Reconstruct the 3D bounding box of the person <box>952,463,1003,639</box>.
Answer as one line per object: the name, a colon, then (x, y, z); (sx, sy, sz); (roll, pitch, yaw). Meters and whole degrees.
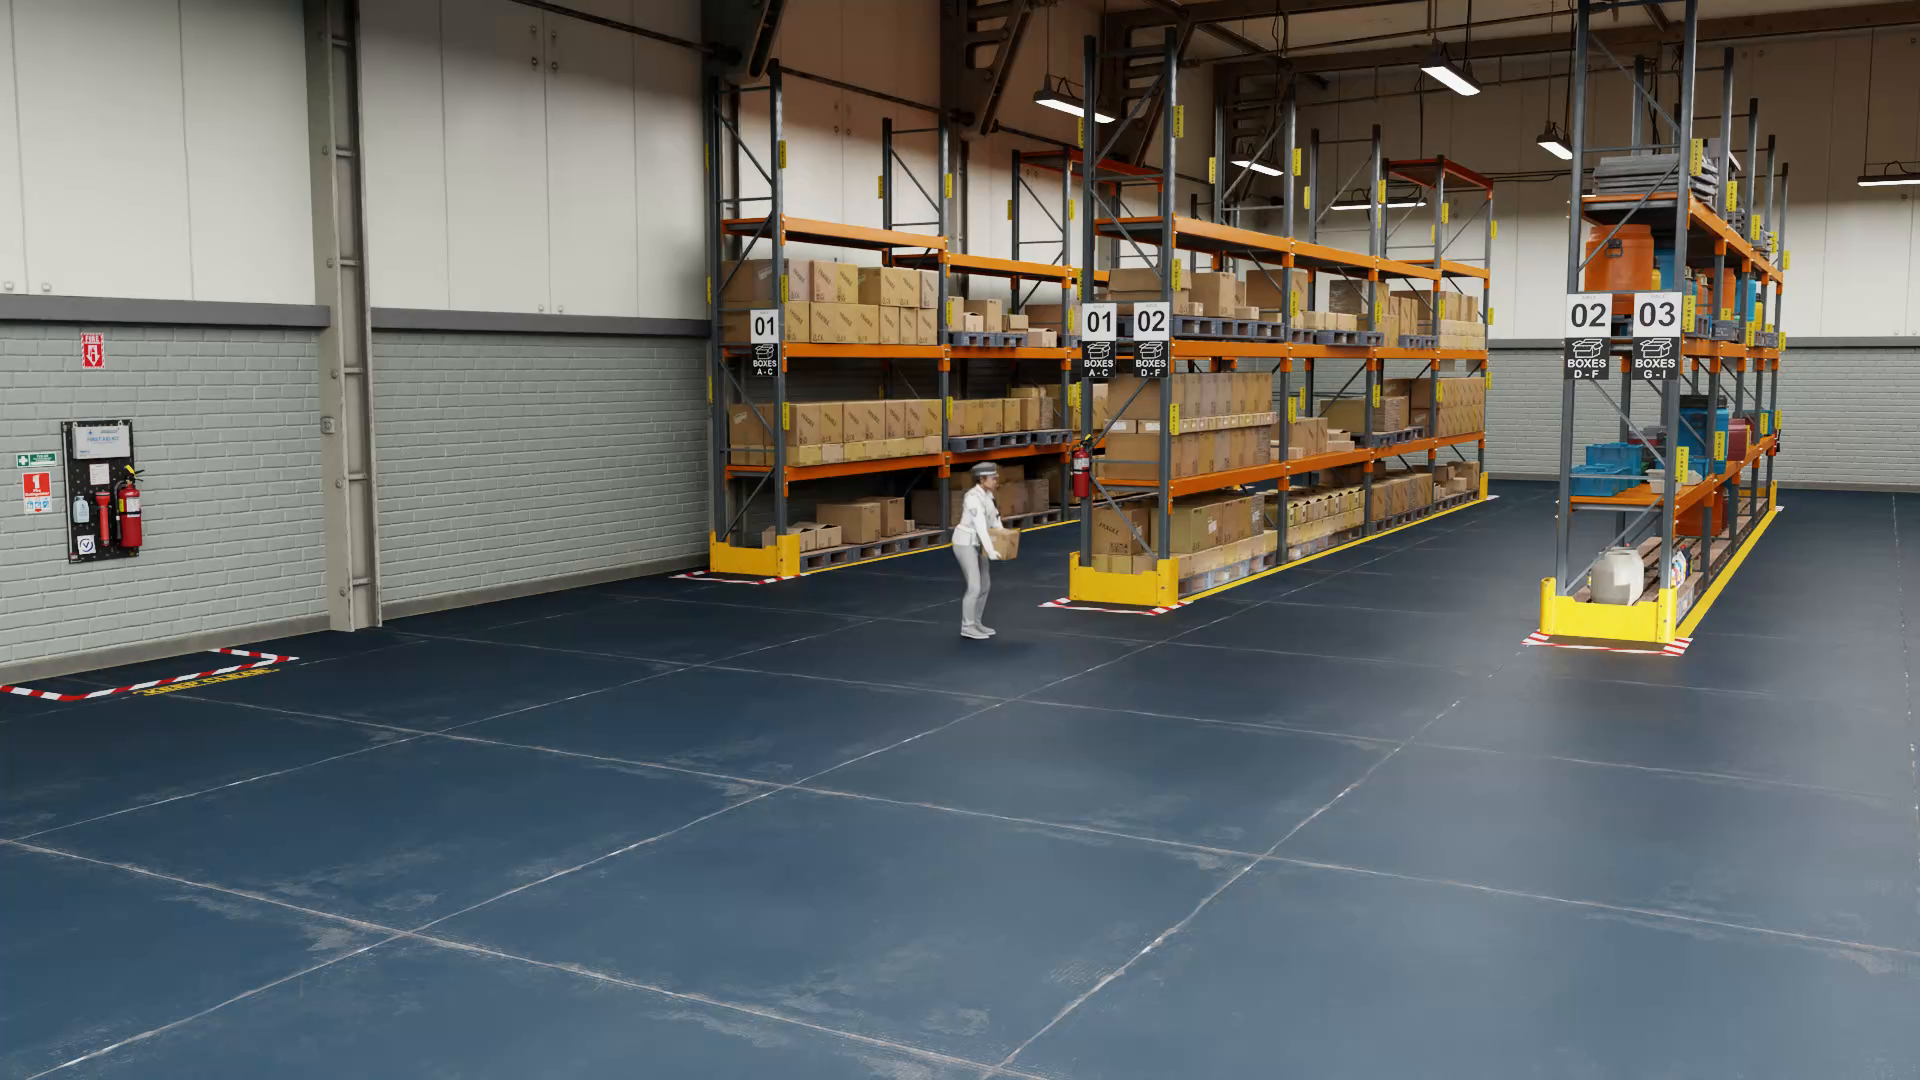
person: (0.208, 0.094, 15.596); (0.550, 1.648, 0.416); (3, 7, 28)
